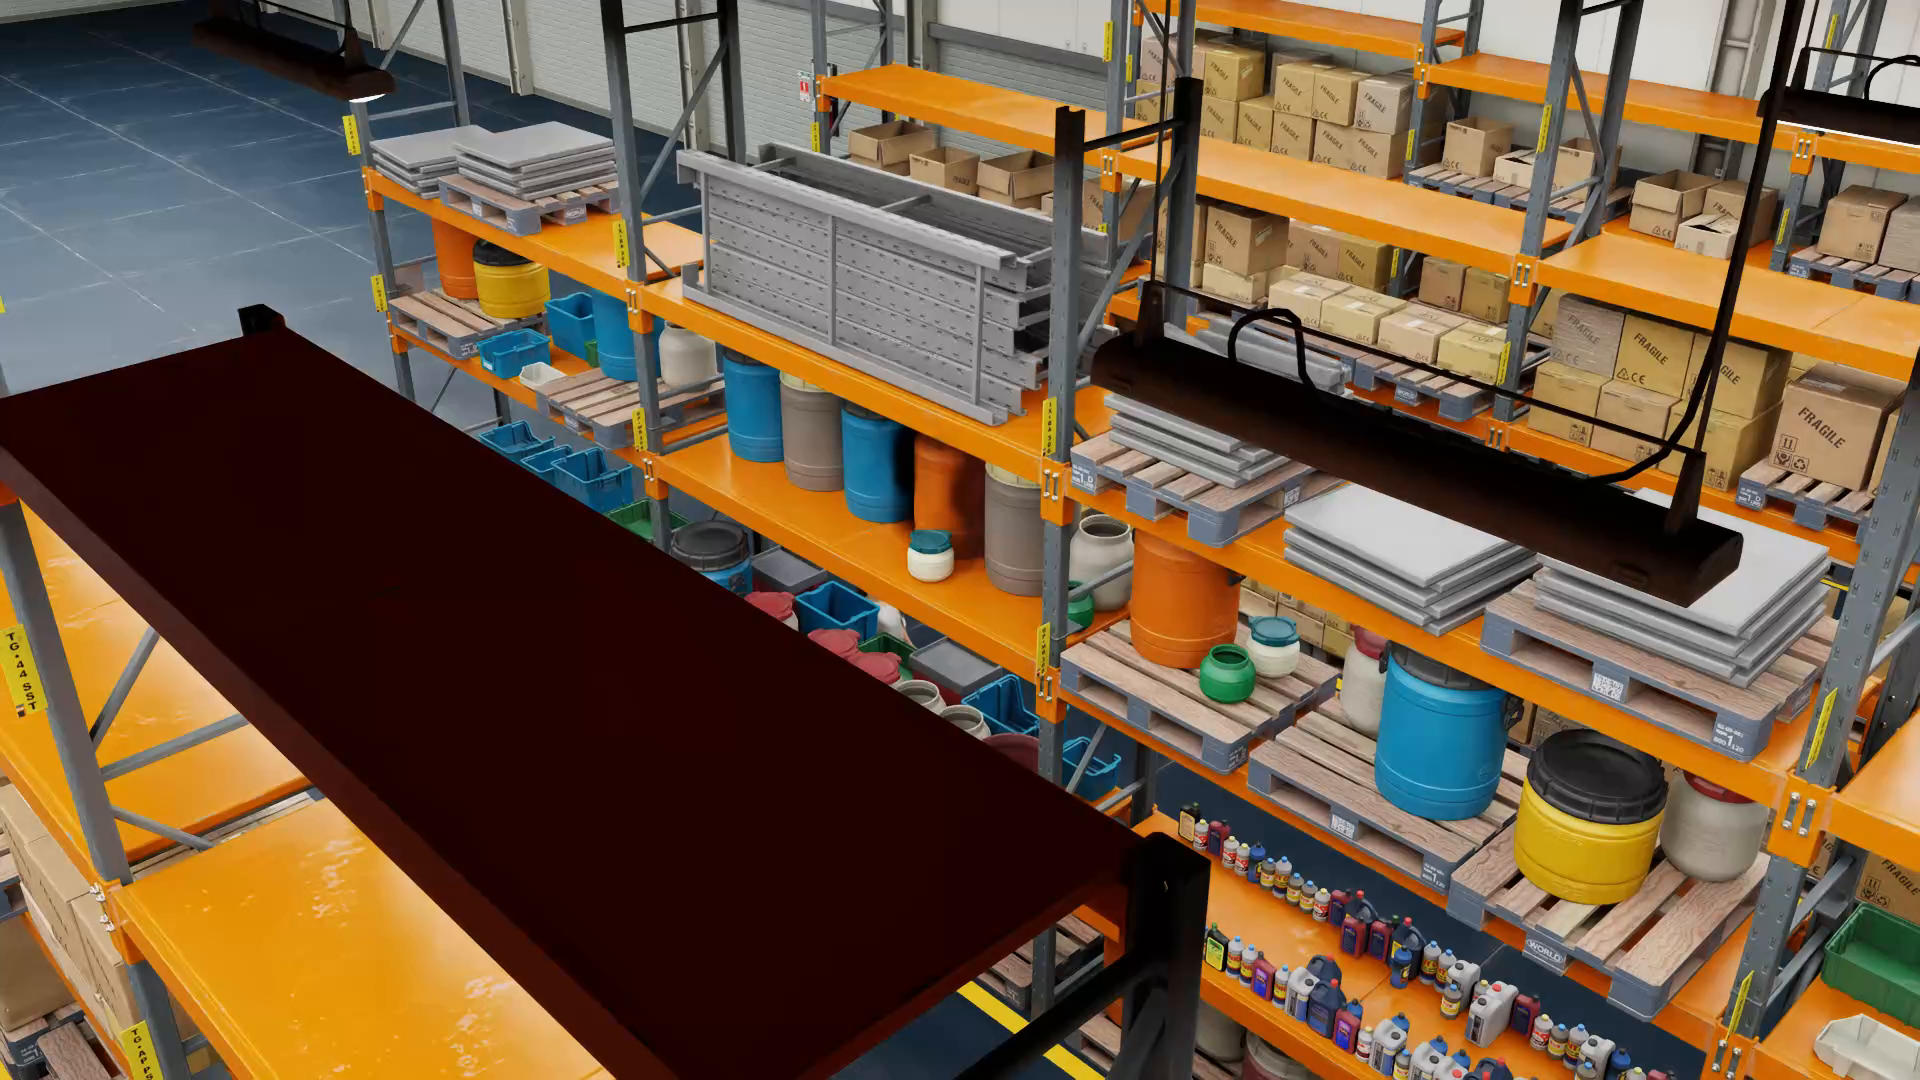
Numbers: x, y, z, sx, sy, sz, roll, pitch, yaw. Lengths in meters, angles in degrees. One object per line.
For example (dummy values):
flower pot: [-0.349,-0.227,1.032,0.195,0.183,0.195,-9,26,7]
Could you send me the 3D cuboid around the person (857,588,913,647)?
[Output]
person: [-0.572,0.985,13.219,0.538,1.670,0.488,7,29,12]
